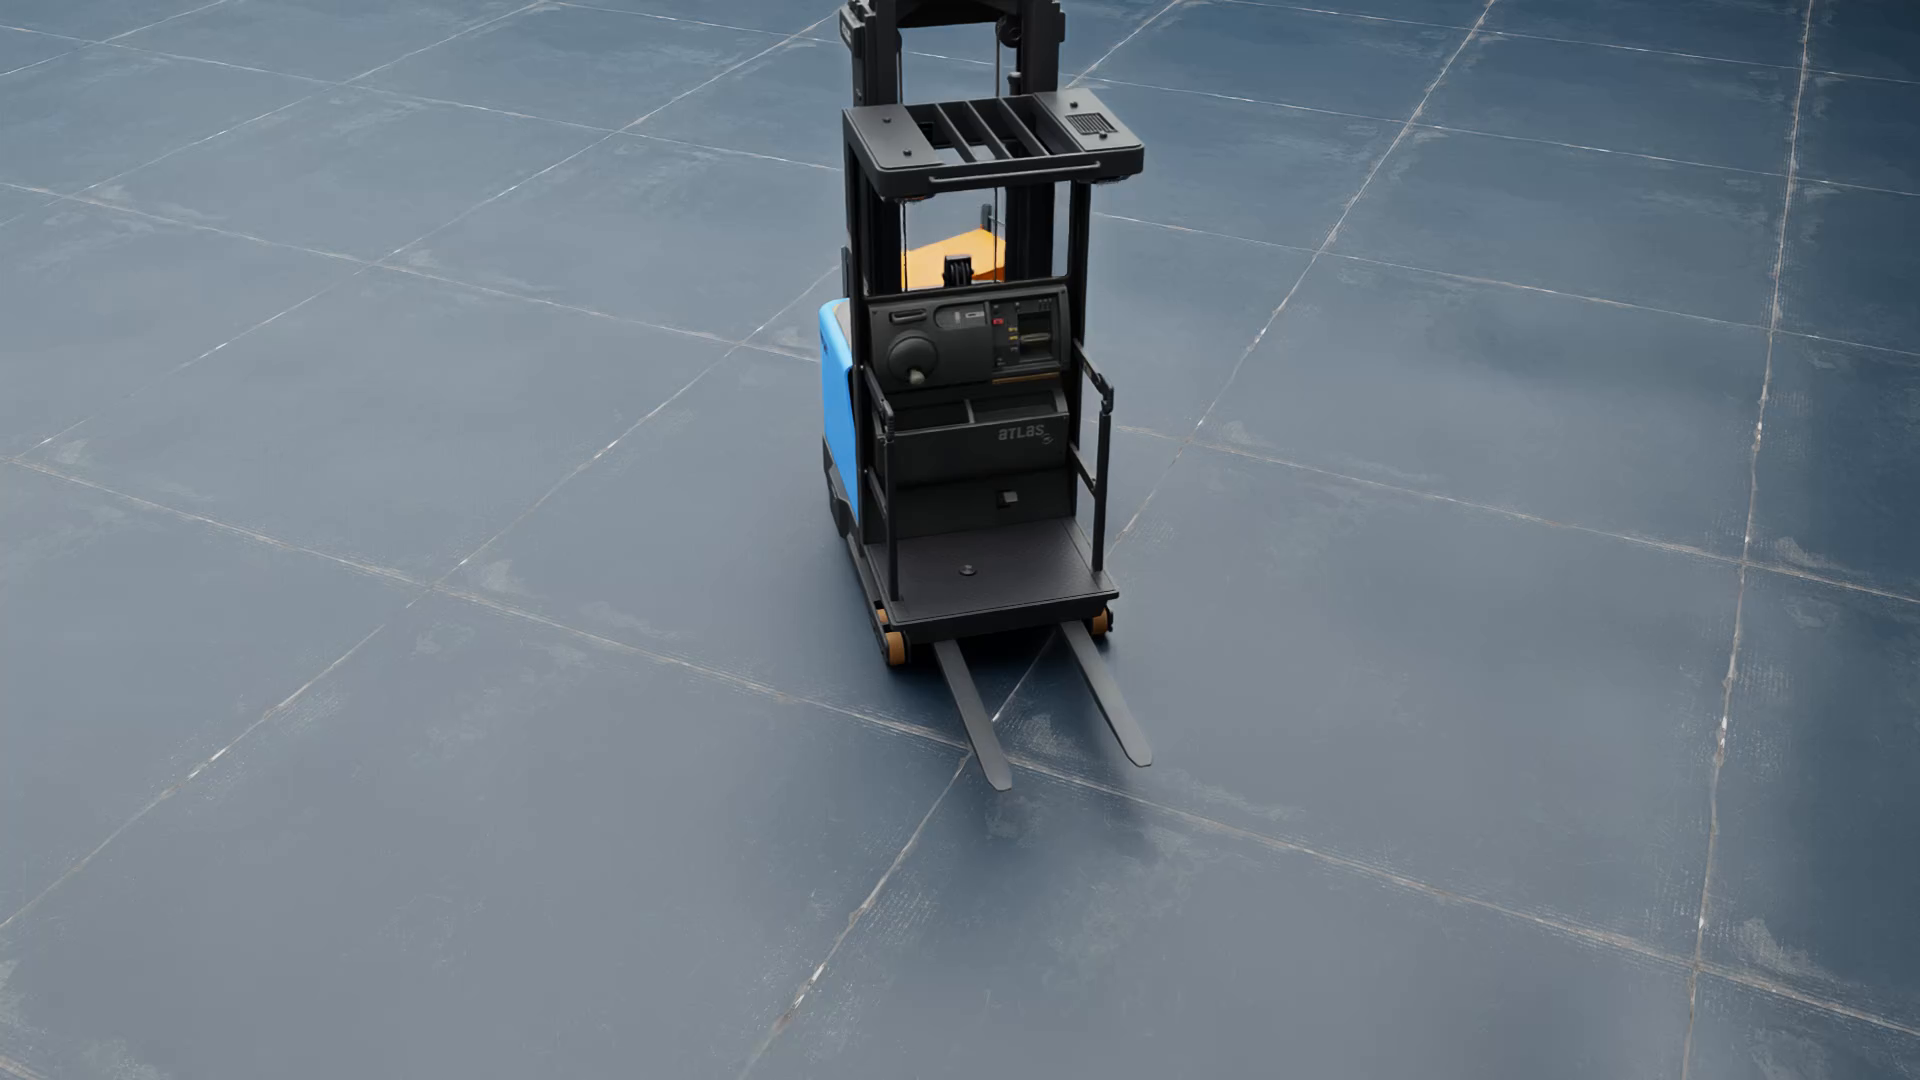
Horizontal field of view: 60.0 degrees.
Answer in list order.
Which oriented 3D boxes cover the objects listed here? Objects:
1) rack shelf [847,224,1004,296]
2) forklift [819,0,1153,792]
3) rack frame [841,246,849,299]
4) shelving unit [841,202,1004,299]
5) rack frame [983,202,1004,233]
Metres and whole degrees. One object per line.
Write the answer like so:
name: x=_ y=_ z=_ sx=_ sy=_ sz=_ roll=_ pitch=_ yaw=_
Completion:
rack shelf: x=-0.092 y=-1.464 z=9.424 sx=1.000 sy=0.278 sz=0.538 roll=-24 pitch=40 yaw=-32
forklift: x=0.105 y=-0.865 z=7.396 sx=1.130 sy=2.935 sz=3.031 roll=-8 pitch=34 yaw=-12
rack frame: x=-0.487 y=-1.043 z=9.316 sx=0.032 sy=1.125 sz=0.500 roll=-24 pitch=40 yaw=-32
shelving unit: x=-0.092 y=-1.220 z=9.584 sx=1.048 sy=1.125 sz=0.538 roll=-24 pitch=40 yaw=-32
rack frame: x=0.302 y=-1.396 z=9.853 sx=0.032 sy=1.125 sz=0.500 roll=-24 pitch=40 yaw=-32
